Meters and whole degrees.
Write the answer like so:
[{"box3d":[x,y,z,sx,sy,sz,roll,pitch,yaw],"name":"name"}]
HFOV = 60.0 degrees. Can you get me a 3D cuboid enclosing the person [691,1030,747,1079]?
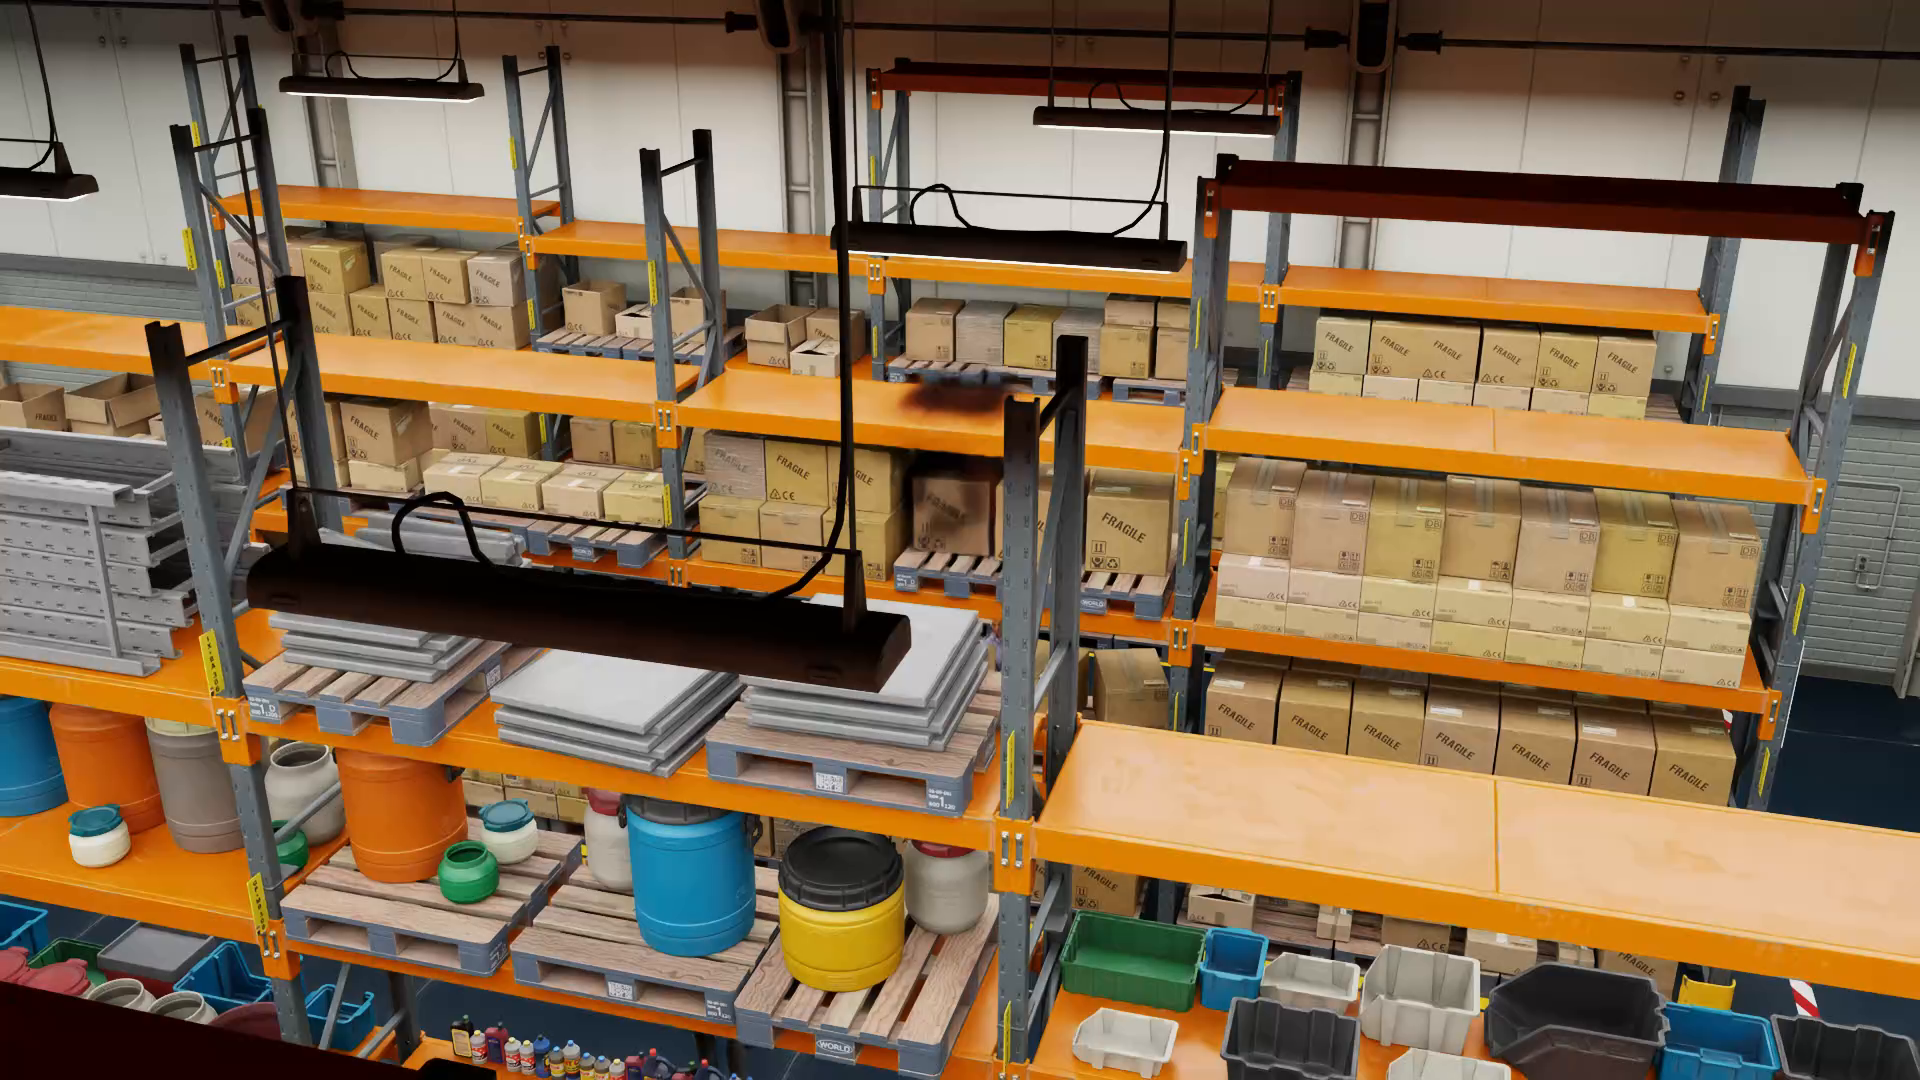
[{"box3d":[-1.644,3.010,10.979,0.476,1.571,0.461,-4,23,-9],"name":"person"}]
